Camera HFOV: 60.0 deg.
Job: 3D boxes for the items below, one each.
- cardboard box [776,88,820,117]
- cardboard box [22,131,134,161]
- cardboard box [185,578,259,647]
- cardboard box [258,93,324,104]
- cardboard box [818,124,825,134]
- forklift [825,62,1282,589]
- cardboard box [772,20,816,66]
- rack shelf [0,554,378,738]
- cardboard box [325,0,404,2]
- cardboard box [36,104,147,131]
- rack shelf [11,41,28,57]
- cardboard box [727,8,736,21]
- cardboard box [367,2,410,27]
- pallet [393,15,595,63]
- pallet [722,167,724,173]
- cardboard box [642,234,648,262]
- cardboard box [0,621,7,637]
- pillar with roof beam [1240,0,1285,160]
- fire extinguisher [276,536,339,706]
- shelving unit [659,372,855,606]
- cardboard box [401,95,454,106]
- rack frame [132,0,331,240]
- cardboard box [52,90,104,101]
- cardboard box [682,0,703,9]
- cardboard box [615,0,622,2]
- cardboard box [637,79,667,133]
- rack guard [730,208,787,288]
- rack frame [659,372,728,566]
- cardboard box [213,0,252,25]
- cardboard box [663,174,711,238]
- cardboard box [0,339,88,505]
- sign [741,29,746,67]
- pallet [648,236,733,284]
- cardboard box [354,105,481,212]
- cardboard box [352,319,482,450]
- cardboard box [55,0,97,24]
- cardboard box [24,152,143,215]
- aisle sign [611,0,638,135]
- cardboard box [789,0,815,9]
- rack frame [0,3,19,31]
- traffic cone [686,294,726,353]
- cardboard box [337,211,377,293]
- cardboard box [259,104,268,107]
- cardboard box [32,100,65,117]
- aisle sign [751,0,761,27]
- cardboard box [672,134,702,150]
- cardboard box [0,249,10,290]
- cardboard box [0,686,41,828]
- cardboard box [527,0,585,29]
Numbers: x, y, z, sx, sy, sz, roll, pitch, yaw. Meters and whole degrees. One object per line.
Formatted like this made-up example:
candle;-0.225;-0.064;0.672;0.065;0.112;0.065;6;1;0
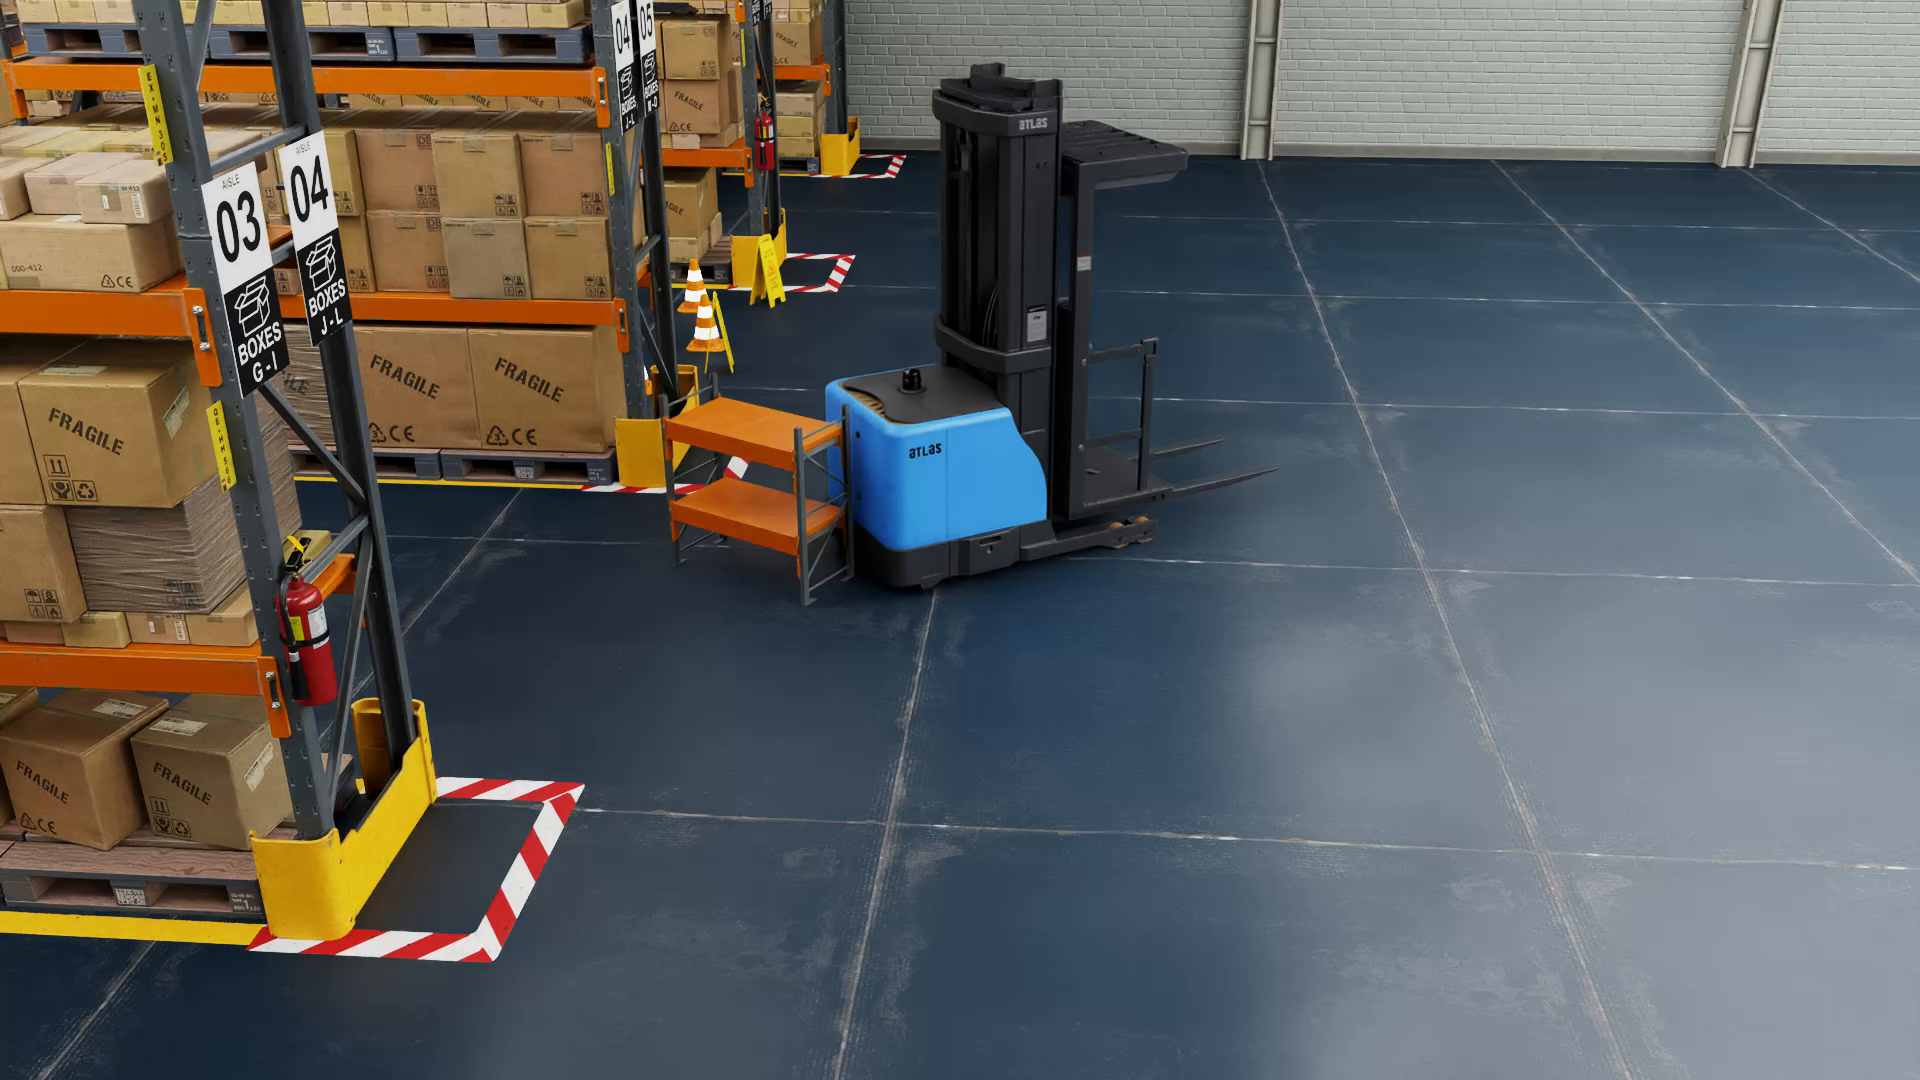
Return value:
cardboard box;-2.015;-5.387;20.459;0.500;0.250;0.500;3;25;6
cardboard box;-3.436;-1.493;6.520;0.250;0.149;0.380;1;25;3
cardboard box;-2.967;0.284;6.844;0.250;0.149;0.380;2;25;4
cardboard box;-6.375;-4.455;15.866;0.500;0.500;0.500;1;25;3
cardboard box;-2.007;-5.145;21.129;0.500;0.250;0.500;2;25;4
forklift;0.696;-1.456;10.407;3.031;2.935;1.130;-12;27;-25
cardboard box;-2.043;-6.058;20.207;0.500;0.500;0.500;1;25;3
rack shelf;-4.661;0.356;7.248;4.000;0.370;1.077;2;25;4
cardboard box;-3.695;-3.568;10.530;0.500;0.250;0.500;2;25;4
cardboard box;-5.810;-2.631;11.409;0.550;0.550;0.875;2;25;4
rack shelf;-8.169;-3.198;11.385;4.000;0.370;1.077;2;25;4
cardboard box;-2.657;-6.383;20.137;0.250;0.149;0.380;2;25;4
cardboard box;-3.559;-3.357;10.548;0.250;0.149;0.380;1;25;3
pallet;-2.927;-3.312;10.878;1.213;0.211;1.003;2;25;4
pallet;-3.511;-4.886;21.117;1.213;0.211;1.003;2;25;4
cardboard box;-3.251;-2.912;16.278;0.500;0.250;0.500;2;25;4
cardboard box;-3.964;0.250;6.919;0.250;0.149;0.380;2;25;4
pillar with roof beam;3.495;-7.243;15.725;0.400;9.000;9.100;2;25;4
fire extinguisher;-2.588;0.324;6.549;0.183;0.674;0.296;2;25;4
shelving unit;-1.226;-0.322;10.105;1.048;1.125;0.538;15;29;29
cardboard box;-4.977;-4.209;15.833;0.500;0.500;0.500;2;25;4
rack frame;-2.667;-2.632;5.705;0.127;3.000;1.000;2;25;4
cardboard box;-8.404;-4.525;16.019;0.500;0.500;0.500;2;25;5
cardboard box;-3.186;-6.504;20.044;0.250;0.149;0.380;2;25;5
cardboard box;-4.193;-6.552;20.149;0.250;0.149;0.380;1;25;3
cardboard box;-2.970;-4.138;15.679;0.500;0.500;0.500;2;25;4
rack guard;-1.984;-2.904;16.463;0.348;0.500;1.175;2;25;4
rack frame;-1.653;-0.437;10.355;0.032;1.125;0.500;15;29;29
cardboard box;-4.568;-3.390;10.619;0.250;0.149;0.380;2;25;4
cardboard box;-2.727;-3.236;16.085;0.500;0.500;0.500;2;25;4
cardboard box;-3.733;-0.470;6.511;0.500;0.500;0.500;2;25;4
sign;-1.971;-4.476;15.125;0.005;0.325;0.100;2;25;4
pallet;-2.792;-2.813;16.612;1.213;0.211;1.003;2;25;4
cardboard box;-3.657;-2.611;11.365;0.550;0.550;0.875;2;25;4
cardboard box;-3.745;-1.218;11.847;0.875;0.875;0.875;1;25;3
cardboard box;-5.580;-3.423;10.690;0.250;0.149;0.380;2;25;4
cardboard box;-3.218;-1.318;6.141;0.250;0.149;0.380;1;25;2
aisle sign;-2.139;-3.024;10.624;0.004;0.787;0.394;2;25;4
cardboard box;-1.905;-6.505;20.047;0.250;0.149;0.380;2;25;4
rack frame;-6.175;-4.824;10.468;0.127;3.000;1.000;2;25;4
traffic cone;-2.182;-1.887;14.298;0.334;0.463;0.336;2;25;4
cardboard box;-4.190;-2.110;11.568;0.500;0.550;0.875;2;25;4
cardboard box;-6.693;-4.159;15.998;0.250;0.149;0.380;1;25;2
cardboard box;-8.754;-4.213;16.116;0.250;0.149;0.380;2;25;4
aisle sign;-1.869;-5.095;15.125;0.004;0.787;0.394;2;25;4
cardboard box;-2.559;-3.808;15.737;0.250;0.149;0.380;2;25;3
cardboard box;-3.665;-1.125;6.199;0.500;0.250;0.500;2;25;4
cardboard box;-4.510;0.978;7.523;0.500;0.500;0.500;4;25;9
cardboard box;-2.544;-3.325;10.477;0.250;0.149;0.380;2;25;4
